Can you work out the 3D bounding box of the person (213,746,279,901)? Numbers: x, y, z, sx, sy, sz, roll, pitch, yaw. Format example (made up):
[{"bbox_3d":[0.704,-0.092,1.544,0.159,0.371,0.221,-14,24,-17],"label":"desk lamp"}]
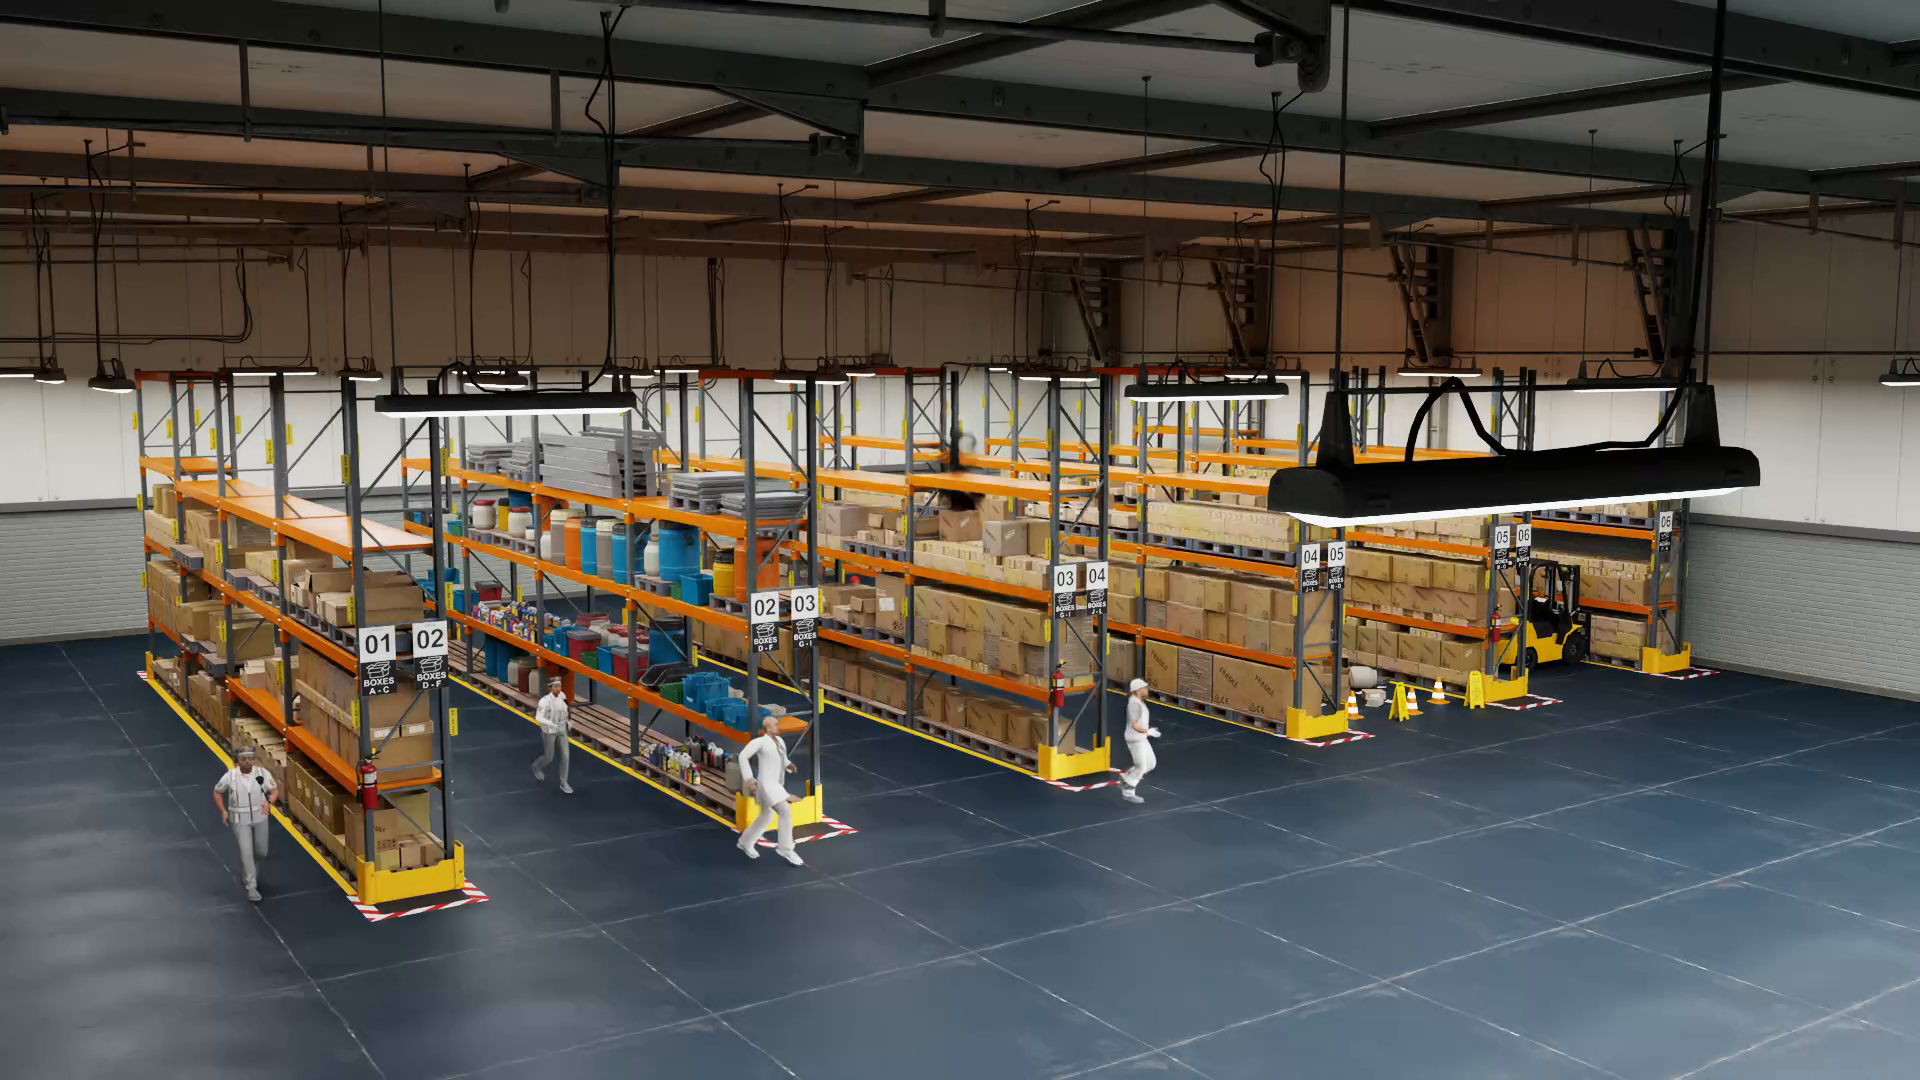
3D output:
[{"bbox_3d":[-8.333,3.255,19.465,0.690,1.759,0.928,-4,8,-33],"label":"person"}]

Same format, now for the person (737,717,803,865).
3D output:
[{"bbox_3d":[-2.327,3.103,20.816,0.927,1.775,0.699,2,7,17],"label":"person"}]

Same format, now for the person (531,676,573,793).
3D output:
[{"bbox_3d":[-5.905,2.779,24.117,0.600,1.681,0.892,-6,9,-44],"label":"person"}]

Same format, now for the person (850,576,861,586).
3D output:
[{"bbox_3d":[-2.111,1.618,33.672,0.656,1.805,0.940,-5,8,-38],"label":"person"}]

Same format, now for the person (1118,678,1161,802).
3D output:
[{"bbox_3d":[2.543,2.820,23.501,0.611,1.753,0.702,1,7,12],"label":"person"}]
